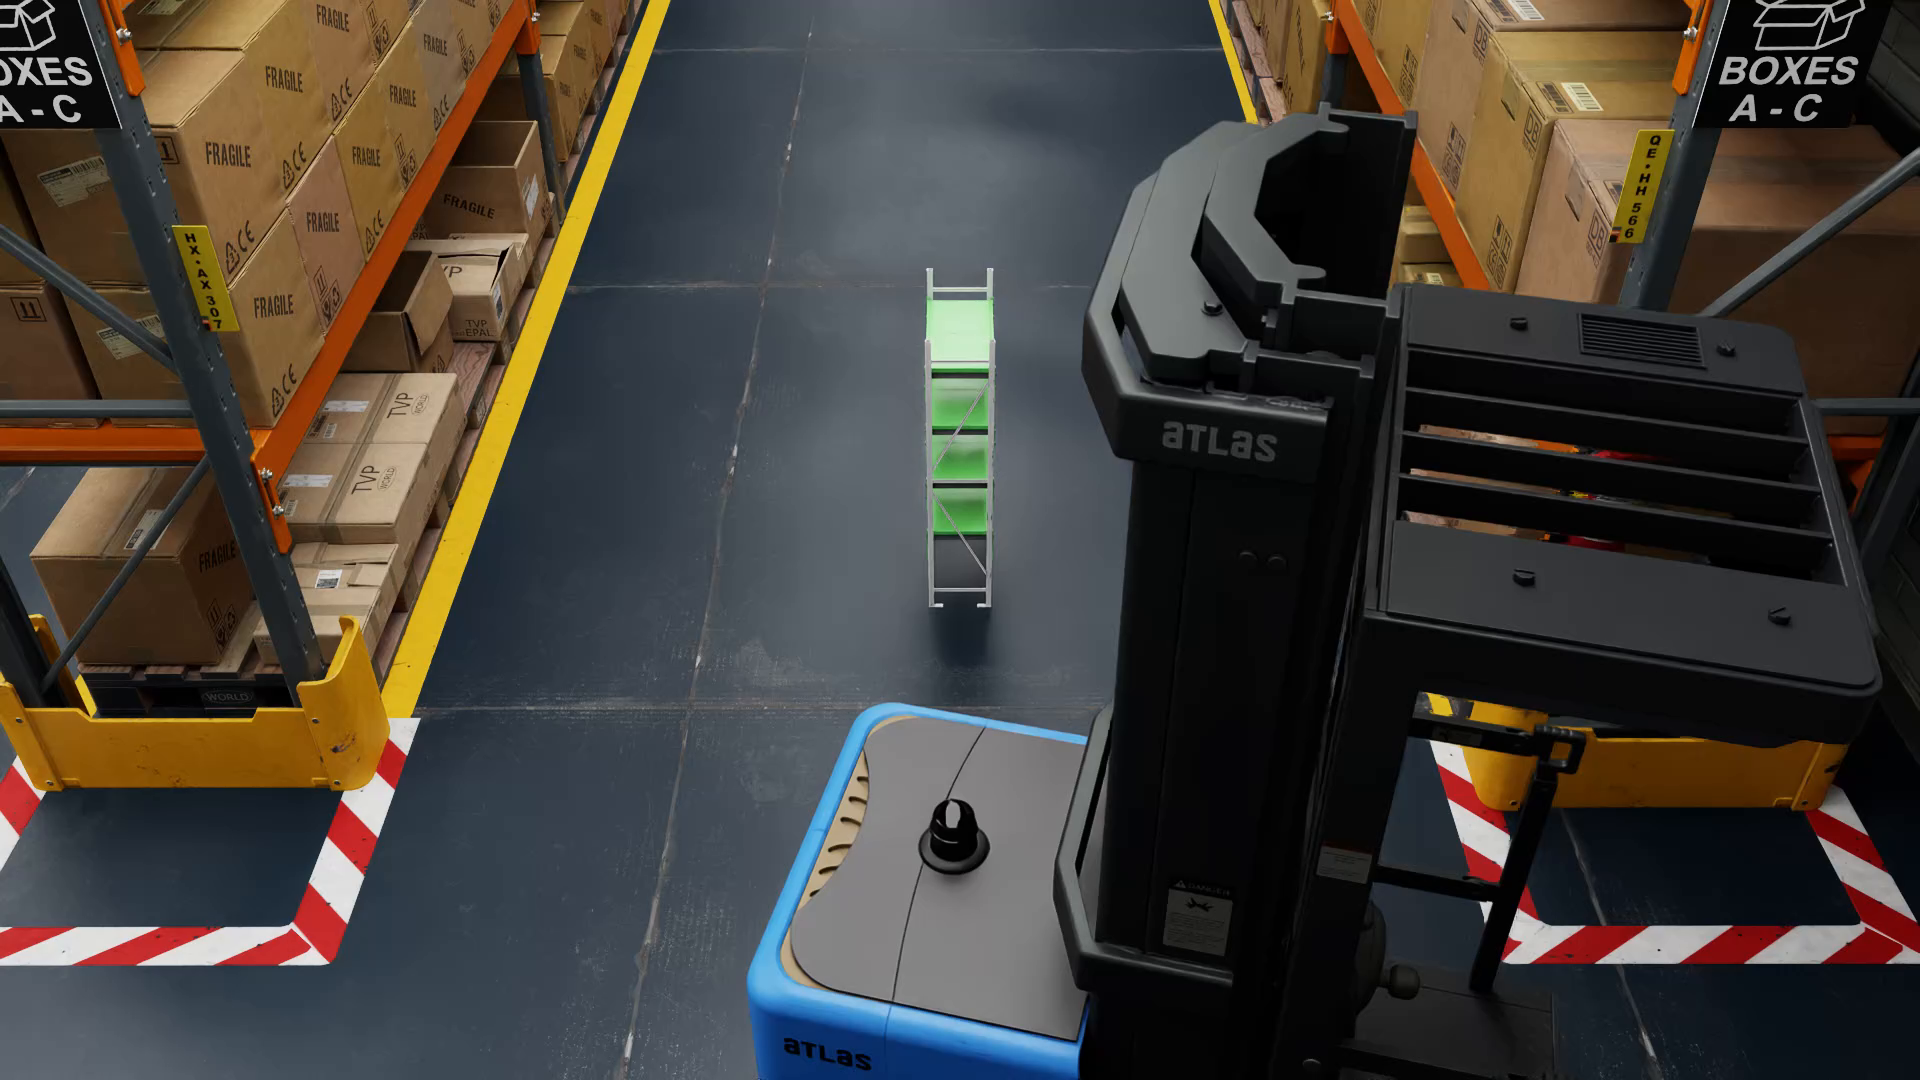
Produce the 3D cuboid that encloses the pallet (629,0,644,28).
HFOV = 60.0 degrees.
[{"bbox_3d":[-2.653,-3.821,11.350,1.003,0.211,1.213,0,39,0],"label":"pallet"}]

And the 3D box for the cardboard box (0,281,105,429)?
[{"bbox_3d":[-2.880,-0.692,5.135,0.500,0.500,0.500,1,39,1],"label":"cardboard box"}]

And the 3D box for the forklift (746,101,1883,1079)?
[{"bbox_3d":[1.067,0.638,3.610,3.031,2.935,1.130,9,40,11],"label":"forklift"}]

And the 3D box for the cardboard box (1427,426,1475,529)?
[{"bbox_3d":[2.245,-0.318,6.412,0.700,0.500,0.500,0,39,0],"label":"cardboard box"}]

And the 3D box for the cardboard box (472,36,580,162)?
[{"bbox_3d":[-2.368,-2.374,8.961,0.500,0.500,0.500,-2,39,-2],"label":"cardboard box"}]

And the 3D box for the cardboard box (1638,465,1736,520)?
[{"bbox_3d":[2.446,-0.181,5.721,0.380,0.149,0.250,0,39,0],"label":"cardboard box"}]

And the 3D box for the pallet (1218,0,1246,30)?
[{"bbox_3d":[2.263,-3.801,11.324,1.003,0.211,1.213,0,39,0],"label":"pallet"}]

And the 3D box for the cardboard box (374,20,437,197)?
[{"bbox_3d":[-2.346,-1.639,6.317,0.500,0.500,0.500,0,39,1],"label":"cardboard box"}]

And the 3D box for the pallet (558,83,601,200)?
[{"bbox_3d":[-2.650,-2.295,9.446,1.003,0.211,1.213,0,39,0],"label":"pallet"}]

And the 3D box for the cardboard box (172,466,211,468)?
[{"bbox_3d":[-2.825,-0.406,6.705,0.500,0.250,0.500,0,39,0],"label":"cardboard box"}]

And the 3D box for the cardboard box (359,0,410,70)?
[{"bbox_3d":[-2.349,-2.038,6.015,0.500,0.500,0.500,0,39,0],"label":"cardboard box"}]

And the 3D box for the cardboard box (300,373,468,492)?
[{"bbox_3d":[-2.325,-0.438,6.745,0.500,0.250,0.500,0,39,0],"label":"cardboard box"}]

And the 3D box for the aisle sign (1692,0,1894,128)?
[{"bbox_3d":[2.047,-1.349,3.955,0.394,0.787,0.004,0,39,0],"label":"aisle sign"}]

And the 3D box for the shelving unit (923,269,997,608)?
[{"bbox_3d":[0.000,-0.365,6.246,0.258,1.200,0.503,0,39,0],"label":"shelving unit"}]

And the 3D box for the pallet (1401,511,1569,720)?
[{"bbox_3d":[2.268,0.209,6.321,1.003,0.211,1.213,0,39,0],"label":"pallet"}]

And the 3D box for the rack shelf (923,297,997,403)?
[{"bbox_3d":[0.000,-0.689,5.985,0.258,0.148,0.480,0,39,0],"label":"rack shelf"}]

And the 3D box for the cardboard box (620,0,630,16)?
[{"bbox_3d":[-2.380,-3.664,10.571,0.500,0.500,0.500,-1,39,-2],"label":"cardboard box"}]

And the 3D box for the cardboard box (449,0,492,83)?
[{"bbox_3d":[-2.352,-2.279,7.115,0.500,0.500,0.500,1,39,1],"label":"cardboard box"}]

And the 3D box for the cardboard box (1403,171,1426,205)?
[{"bbox_3d":[2.058,-1.640,7.543,0.380,0.149,0.250,1,39,1],"label":"cardboard box"}]

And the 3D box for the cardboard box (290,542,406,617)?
[{"bbox_3d":[-2.264,0.142,6.088,0.380,0.166,0.250,0,39,0],"label":"cardboard box"}]

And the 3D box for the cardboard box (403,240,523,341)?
[{"bbox_3d":[-2.326,-1.172,7.612,0.500,0.311,0.500,0,39,0],"label":"cardboard box"}]

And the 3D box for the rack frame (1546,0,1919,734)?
[{"bbox_3d":[2.347,-0.379,4.825,1.000,3.000,0.127,0,39,0],"label":"rack frame"}]

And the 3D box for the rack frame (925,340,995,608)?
[{"bbox_3d":[0.000,-0.212,6.055,0.240,1.200,0.015,0,39,0],"label":"rack frame"}]

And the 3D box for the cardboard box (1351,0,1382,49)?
[{"bbox_3d":[2.326,-2.659,7.429,0.980,0.700,0.700,1,39,1],"label":"cardboard box"}]

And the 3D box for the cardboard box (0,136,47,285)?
[{"bbox_3d":[-2.882,-1.081,4.821,0.500,0.500,0.500,0,39,0],"label":"cardboard box"}]

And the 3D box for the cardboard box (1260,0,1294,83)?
[{"bbox_3d":[2.207,-3.168,9.688,0.750,0.750,0.750,1,39,1],"label":"cardboard box"}]

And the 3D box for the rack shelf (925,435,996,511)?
[{"bbox_3d":[0.000,-0.315,6.286,0.258,0.148,0.480,0,39,0],"label":"rack shelf"}]

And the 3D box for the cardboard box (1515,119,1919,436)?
[{"bbox_3d":[2.336,-0.815,5.129,0.980,0.700,0.700,2,39,2],"label":"cardboard box"}]

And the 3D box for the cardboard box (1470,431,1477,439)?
[{"bbox_3d":[2.063,-0.499,6.118,0.380,0.149,0.250,1,39,1],"label":"cardboard box"}]

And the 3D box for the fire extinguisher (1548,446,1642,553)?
[{"bbox_3d":[1.885,-0.109,4.848,0.296,0.674,0.183,0,39,0],"label":"fire extinguisher"}]

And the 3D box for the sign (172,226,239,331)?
[{"bbox_3d":[-2.064,-0.712,4.547,0.100,0.325,0.005,0,39,0],"label":"sign"}]

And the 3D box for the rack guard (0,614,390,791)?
[{"bbox_3d":[-2.607,0.554,5.658,1.175,0.500,0.348,0,39,0],"label":"rack guard"}]

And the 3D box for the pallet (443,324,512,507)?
[{"bbox_3d":[-2.607,-0.592,7.321,1.003,0.211,1.213,0,39,0],"label":"pallet"}]

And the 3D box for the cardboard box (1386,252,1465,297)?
[{"bbox_3d":[2.236,-0.966,7.220,0.700,0.500,0.500,1,39,1],"label":"cardboard box"}]

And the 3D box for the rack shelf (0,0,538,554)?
[{"bbox_3d":[-2.609,-1.344,6.603,1.077,0.370,4.000,0,39,0],"label":"rack shelf"}]

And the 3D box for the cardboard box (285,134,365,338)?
[{"bbox_3d":[-2.350,-1.013,5.535,0.500,0.500,0.500,0,39,0],"label":"cardboard box"}]

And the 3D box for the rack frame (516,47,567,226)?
[{"bbox_3d":[-2.612,-2.875,7.939,1.000,3.000,0.127,0,39,0],"label":"rack frame"}]

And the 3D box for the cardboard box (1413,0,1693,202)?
[{"bbox_3d":[2.332,-1.747,6.292,0.980,0.700,0.700,-2,39,-2],"label":"cardboard box"}]

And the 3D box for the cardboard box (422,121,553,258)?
[{"bbox_3d":[-2.327,-1.715,8.139,0.500,0.500,0.500,0,39,0],"label":"cardboard box"}]

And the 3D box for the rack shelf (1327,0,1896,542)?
[{"bbox_3d":[2.344,-1.349,6.610,1.077,0.370,4.000,0,39,0],"label":"rack shelf"}]

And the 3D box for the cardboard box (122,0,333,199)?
[{"bbox_3d":[-2.352,-1.407,5.228,0.500,0.500,0.500,0,39,0],"label":"cardboard box"}]

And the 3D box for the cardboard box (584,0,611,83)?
[{"bbox_3d":[-2.373,-3.020,9.767,0.500,0.500,0.500,0,39,0],"label":"cardboard box"}]

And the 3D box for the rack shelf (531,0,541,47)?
[{"bbox_3d":[-2.614,-3.845,9.724,1.077,0.370,4.000,0,39,0],"label":"rack shelf"}]
